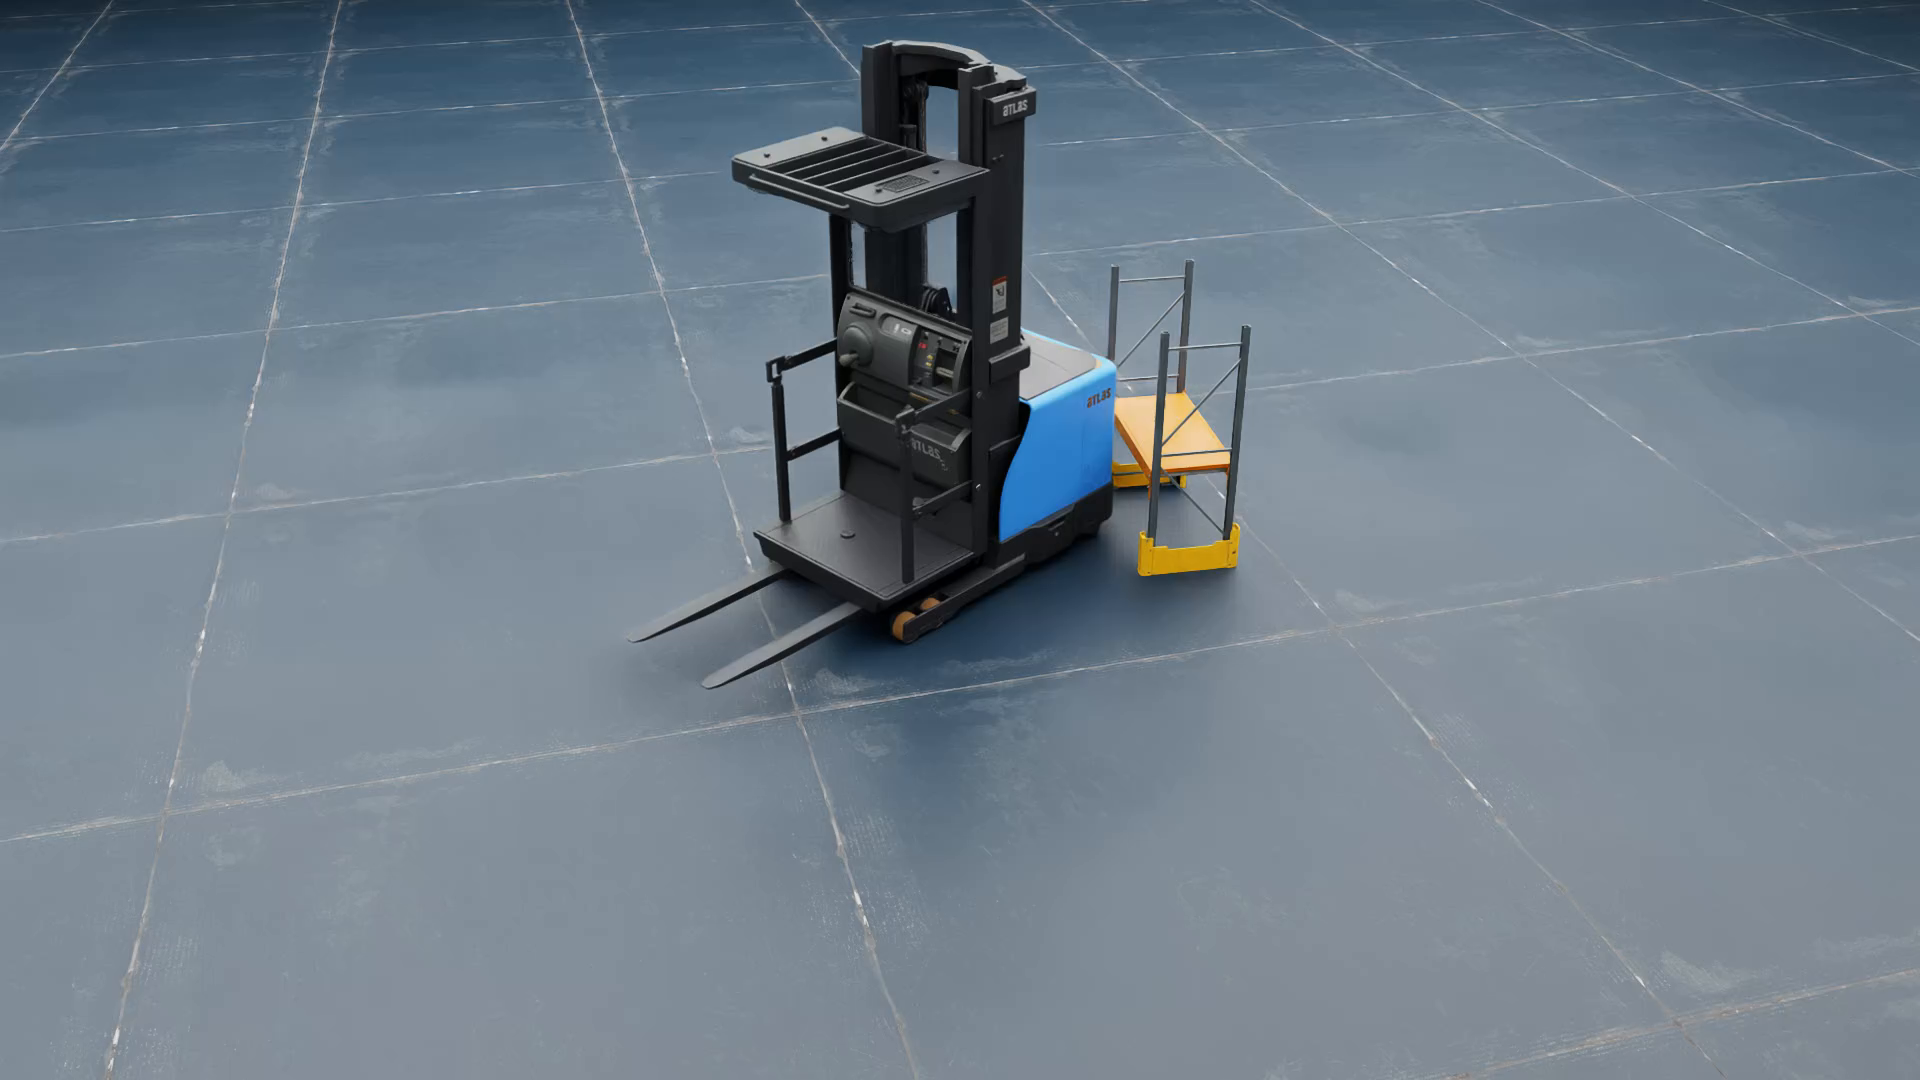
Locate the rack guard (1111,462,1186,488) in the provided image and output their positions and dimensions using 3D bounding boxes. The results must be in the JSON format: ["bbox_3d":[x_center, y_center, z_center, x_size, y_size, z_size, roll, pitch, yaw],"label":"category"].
[{"bbox_3d":[1.141,-0.436,10.485,0.587,0.250,0.087,-5,30,-9],"label":"rack guard"}]

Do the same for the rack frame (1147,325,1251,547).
[{"bbox_3d":[1.325,-0.486,9.323,0.500,1.500,0.032,-5,30,-9],"label":"rack frame"}]

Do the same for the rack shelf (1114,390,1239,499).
[{"bbox_3d":[1.231,-0.580,9.846,0.538,0.185,1.000,-5,30,-9],"label":"rack shelf"}]

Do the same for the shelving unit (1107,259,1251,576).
[{"bbox_3d":[1.233,-0.732,9.748,0.587,1.500,1.083,-5,30,-9],"label":"shelving unit"}]

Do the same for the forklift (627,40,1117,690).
[{"bbox_3d":[-0.454,-1.001,8.784,1.130,2.935,3.031,25,39,36],"label":"forklift"}]

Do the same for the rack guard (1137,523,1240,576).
[{"bbox_3d":[1.324,0.055,9.637,0.587,0.250,0.087,-5,30,-9],"label":"rack guard"}]

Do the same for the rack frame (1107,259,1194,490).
[{"bbox_3d":[1.138,-0.986,10.188,0.500,1.500,0.032,-5,30,-9],"label":"rack frame"}]
